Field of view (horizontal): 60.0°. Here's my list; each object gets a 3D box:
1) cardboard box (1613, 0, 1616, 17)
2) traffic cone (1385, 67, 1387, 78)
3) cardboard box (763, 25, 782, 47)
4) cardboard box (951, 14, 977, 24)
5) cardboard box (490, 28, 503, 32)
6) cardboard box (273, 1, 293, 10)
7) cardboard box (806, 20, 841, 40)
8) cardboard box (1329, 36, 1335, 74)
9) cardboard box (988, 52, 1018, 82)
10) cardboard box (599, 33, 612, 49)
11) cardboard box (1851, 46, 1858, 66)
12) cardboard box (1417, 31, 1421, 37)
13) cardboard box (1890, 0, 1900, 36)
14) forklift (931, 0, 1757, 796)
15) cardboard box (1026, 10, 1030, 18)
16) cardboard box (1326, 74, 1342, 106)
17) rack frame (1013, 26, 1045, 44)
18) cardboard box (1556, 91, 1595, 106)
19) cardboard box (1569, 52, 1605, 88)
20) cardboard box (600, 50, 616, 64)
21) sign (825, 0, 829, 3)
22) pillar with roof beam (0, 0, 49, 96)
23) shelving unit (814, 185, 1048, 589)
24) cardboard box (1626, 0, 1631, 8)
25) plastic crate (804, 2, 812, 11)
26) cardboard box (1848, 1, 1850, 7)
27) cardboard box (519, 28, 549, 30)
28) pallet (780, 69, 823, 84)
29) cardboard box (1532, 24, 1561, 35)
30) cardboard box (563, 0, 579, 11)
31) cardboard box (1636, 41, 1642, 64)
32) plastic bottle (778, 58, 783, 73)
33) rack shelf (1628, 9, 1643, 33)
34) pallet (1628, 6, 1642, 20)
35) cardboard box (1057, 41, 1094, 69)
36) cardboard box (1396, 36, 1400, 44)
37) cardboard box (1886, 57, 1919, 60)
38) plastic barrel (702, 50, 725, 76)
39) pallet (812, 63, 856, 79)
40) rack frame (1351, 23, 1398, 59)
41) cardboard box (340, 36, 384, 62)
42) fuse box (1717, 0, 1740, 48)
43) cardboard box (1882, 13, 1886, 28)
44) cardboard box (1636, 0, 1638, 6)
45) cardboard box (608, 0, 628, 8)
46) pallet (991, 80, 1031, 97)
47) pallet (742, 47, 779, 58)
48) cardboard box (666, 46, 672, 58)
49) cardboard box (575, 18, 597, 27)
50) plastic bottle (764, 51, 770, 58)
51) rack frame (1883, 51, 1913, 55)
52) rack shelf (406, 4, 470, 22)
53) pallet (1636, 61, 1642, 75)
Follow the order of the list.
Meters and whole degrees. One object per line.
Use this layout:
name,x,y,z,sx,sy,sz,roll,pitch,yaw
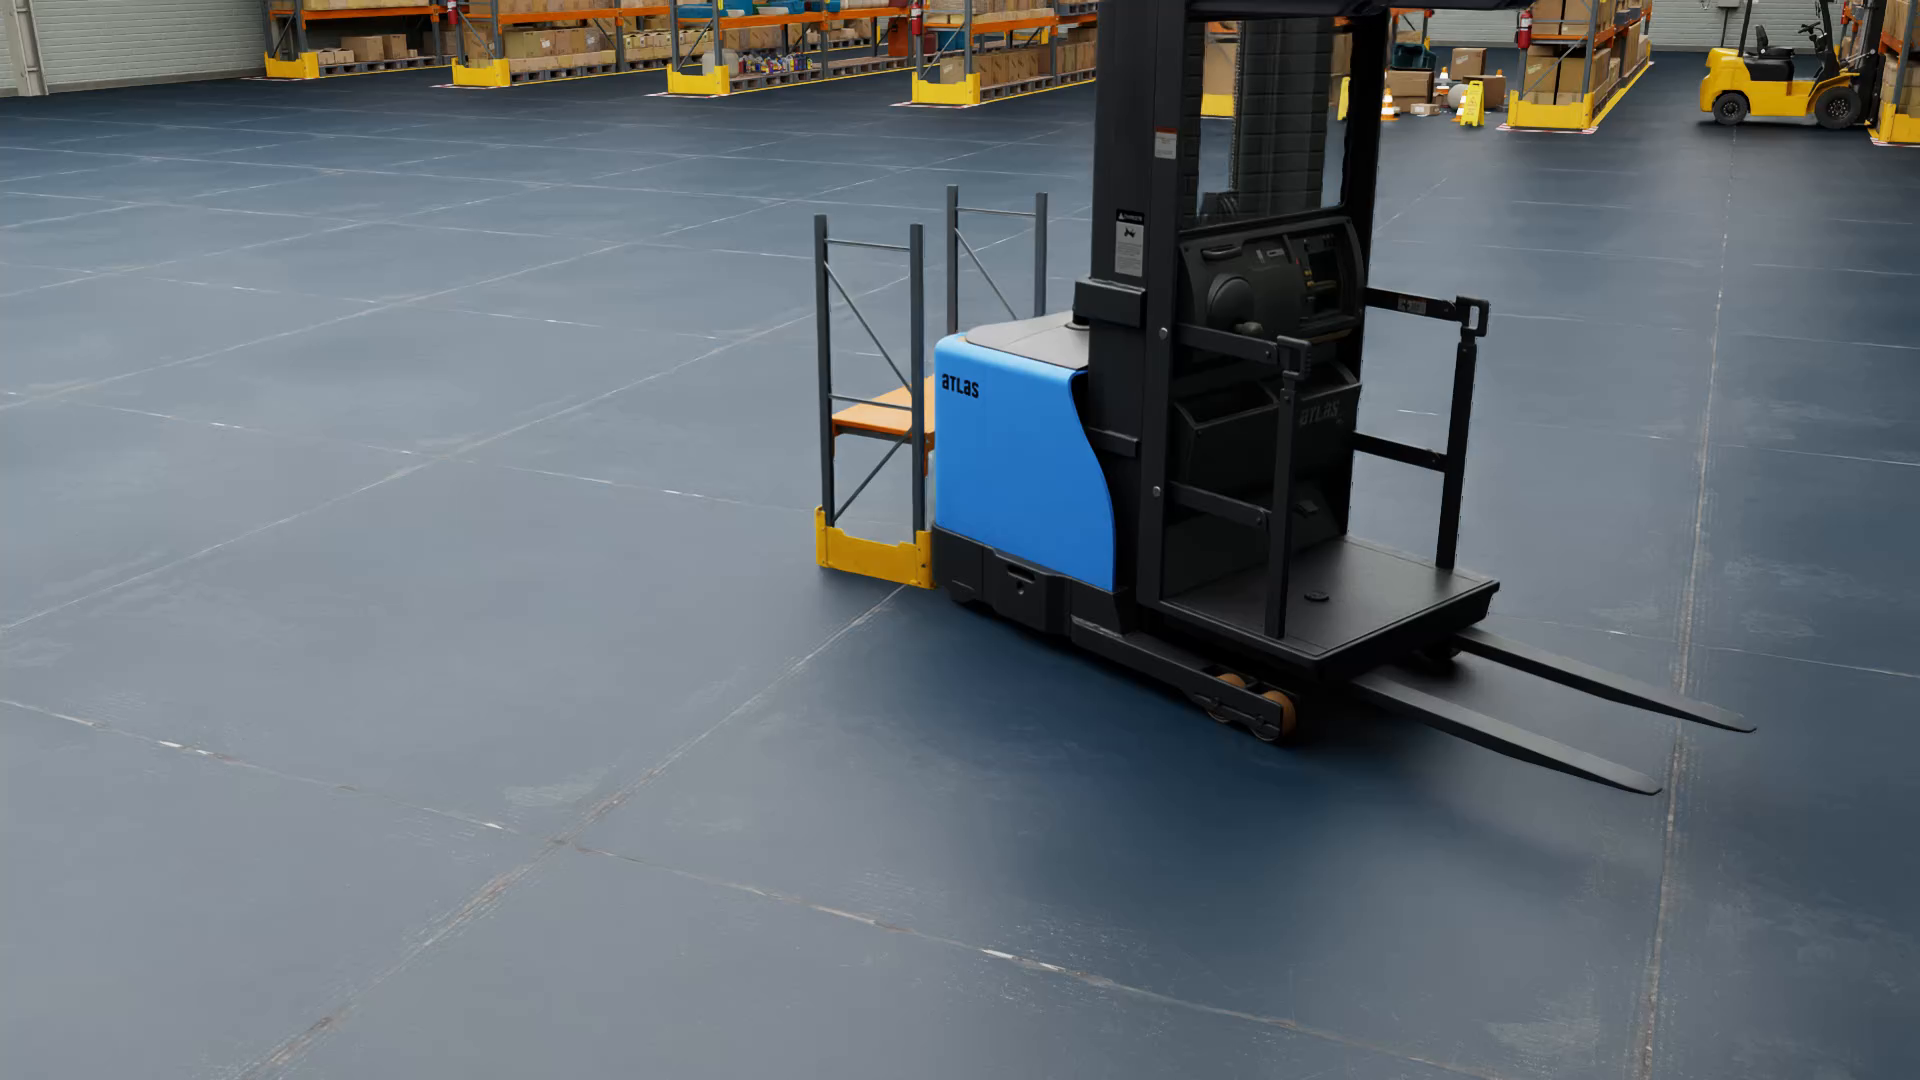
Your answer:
cardboard box,10.450,-8.815,27.186,0.500,0.500,0.500,8,21,21
traffic cone,7.775,-8.453,30.548,0.336,0.463,0.334,9,21,23
cardboard box,-4.752,-12.500,41.213,0.500,0.500,0.500,9,21,23
cardboard box,0.061,-8.871,28.310,0.380,0.149,0.250,9,21,23
cardboard box,-11.297,-11.924,39.595,0.700,0.500,0.500,8,21,22
cardboard box,-13.816,-11.082,34.347,0.500,0.250,0.500,9,21,23
cardboard box,-3.631,-13.569,44.217,0.797,0.503,0.637,9,21,23
cardboard box,6.419,-9.080,31.256,1.050,0.750,0.750,9,21,23
cardboard box,0.754,-8.684,30.514,0.500,0.500,0.500,7,21,18
cardboard box,-7.767,-10.848,36.134,0.500,0.311,0.500,9,21,23
cardboard box,17.599,-9.302,32.253,0.500,0.500,0.500,8,21,22
cardboard box,10.776,-12.053,39.623,0.380,0.149,0.250,9,21,23
cardboard box,13.886,-7.598,24.207,0.500,0.500,0.500,9,21,23
forklift,1.233,-0.898,5.619,1.130,2.935,3.031,-16,25,-38
cardboard box,1.053,-9.640,30.473,0.380,0.149,0.250,9,21,23
cardboard box,6.149,-7.654,28.241,0.500,0.500,0.500,13,23,32
rack frame,1.760,-14.505,43.779,1.000,3.000,0.127,9,21,23
cardboard box,9.350,-6.686,25.269,0.500,0.250,0.500,8,21,22
cardboard box,9.782,-7.359,26.043,0.500,0.500,0.500,9,21,24
cardboard box,-7.662,-10.248,35.286,0.500,0.250,0.500,9,21,23
sign,-2.657,-10.889,33.196,0.100,0.325,0.005,9,21,23
pillar with roof beam,-12.863,-11.708,26.960,9.100,9.000,0.400,9,21,23
shelving unit,-0.097,-0.706,7.216,0.587,1.500,1.083,11,23,29
cardboard box,11.807,-9.630,29.820,0.380,0.149,0.250,9,21,24
plastic crate,-3.235,-11.057,33.988,0.402,0.464,0.583,9,21,23
cardboard box,19.464,-11.605,35.998,0.380,0.149,0.250,8,21,22
cardboard box,-8.760,-10.216,34.076,0.500,0.500,0.500,9,21,23
pallet,-3.467,-9.324,33.371,1.003,0.211,1.213,9,21,23
cardboard box,8.725,-7.600,24.738,0.380,0.149,0.250,9,22,25
cardboard box,-8.267,-11.113,34.093,0.700,0.500,0.500,9,21,24
cardboard box,14.036,-10.411,35.464,0.875,0.438,0.875,8,21,22
plastic bottle,-3.501,-9.245,32.403,0.097,0.271,0.097,0,20,0
rack shelf,12.862,-10.293,33.008,1.077,0.370,4.000,9,21,23
pallet,11.849,-9.698,30.547,1.213,0.211,1.003,9,21,23
cardboard box,2.305,-9.857,33.782,0.700,0.500,0.500,11,22,27
cardboard box,9.621,-11.179,37.167,0.380,0.149,0.250,10,22,25
cardboard box,14.039,-7.078,24.878,0.500,0.250,0.500,9,22,25
plastic barrel,-4.592,-8.852,30.968,0.421,0.512,0.421,0,20,0
pallet,-2.868,-9.769,34.622,1.003,0.211,1.213,9,21,23
rack frame,9.124,-11.892,36.430,1.000,3.000,0.127,9,21,23
cardboard box,-12.886,-10.594,35.855,0.700,0.500,0.500,7,21,19
fuse box,19.464,-13.253,42.181,0.539,1.711,0.414,9,21,23
cardboard box,14.903,-8.237,26.377,0.500,0.250,0.500,9,22,24
cardboard box,13.086,-10.535,32.840,0.500,0.250,0.500,9,21,23
cardboard box,-7.510,-11.604,35.844,0.500,0.250,0.500,10,22,26
pallet,0.623,-8.259,30.377,1.003,0.211,1.213,9,21,23
pallet,-5.193,-12.021,40.957,1.003,0.211,1.213,9,21,23
cardboard box,-6.651,-10.980,37.342,0.500,0.250,0.500,9,21,24
cardboard box,-9.769,-13.078,42.347,0.750,0.750,0.750,8,21,22
plastic bottle,-3.863,-9.606,33.301,0.144,0.351,0.185,9,22,24
rack frame,14.935,-8.118,25.818,1.000,3.000,0.127,9,21,23
rack shelf,-11.374,-12.469,39.127,1.077,0.370,4.000,9,21,23
pallet,14.064,-10.151,35.697,1.003,0.211,1.213,9,21,23
